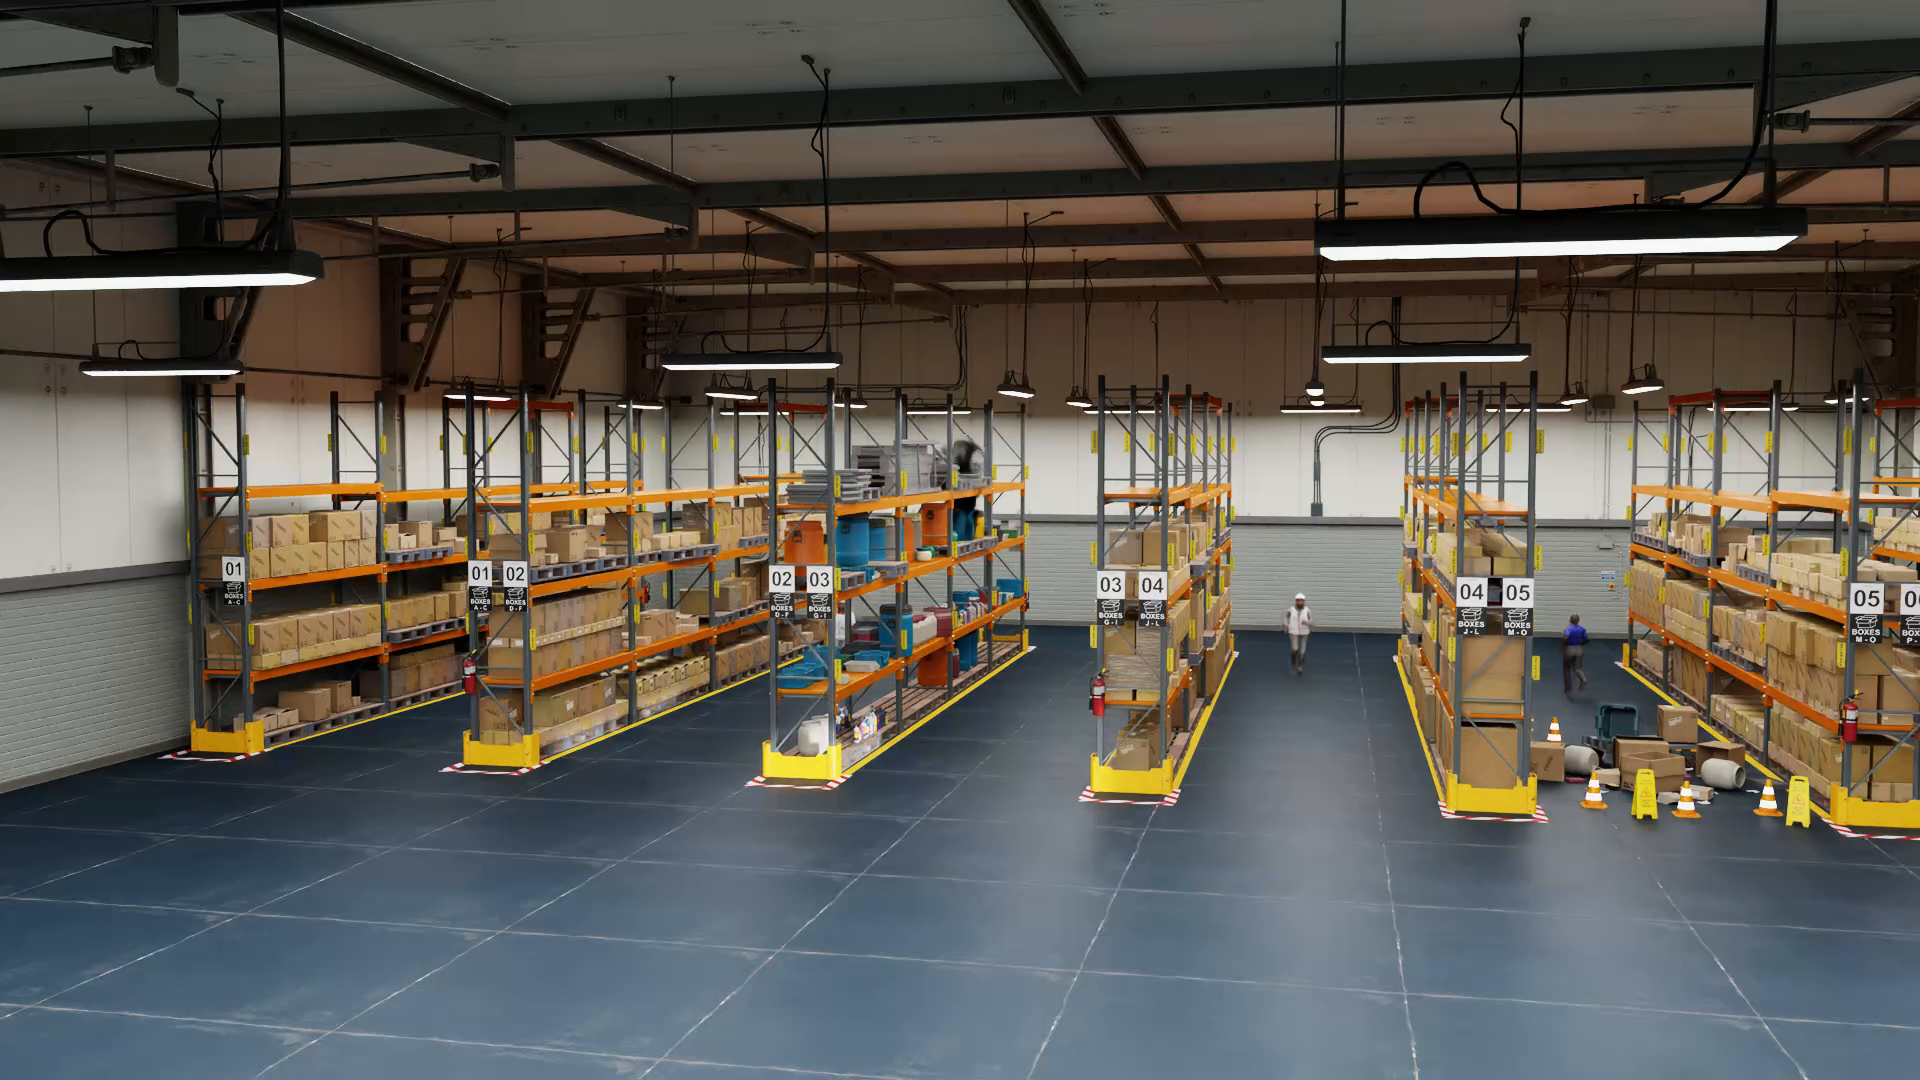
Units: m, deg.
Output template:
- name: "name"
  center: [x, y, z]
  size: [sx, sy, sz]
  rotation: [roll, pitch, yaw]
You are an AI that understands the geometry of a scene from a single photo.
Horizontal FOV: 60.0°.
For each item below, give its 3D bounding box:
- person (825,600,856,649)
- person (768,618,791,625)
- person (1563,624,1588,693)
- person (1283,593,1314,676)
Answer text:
- name: "person"
  center: [-2.554, 2.037, 35.293]
  size: [0.693, 1.651, 0.720]
  rotation: [0, 3, 5]
- name: "person"
  center: [-4.799, 1.598, 44.645]
  size: [0.616, 1.759, 0.954]
  rotation: [-3, 4, -41]
- name: "person"
  center: [12.273, 2.394, 33.200]
  size: [0.537, 1.441, 0.850]
  rotation: [0, 3, -2]
- name: "person"
  center: [7.359, 2.059, 36.098]
  size: [0.615, 1.800, 0.725]
  rotation: [0, 3, 3]
